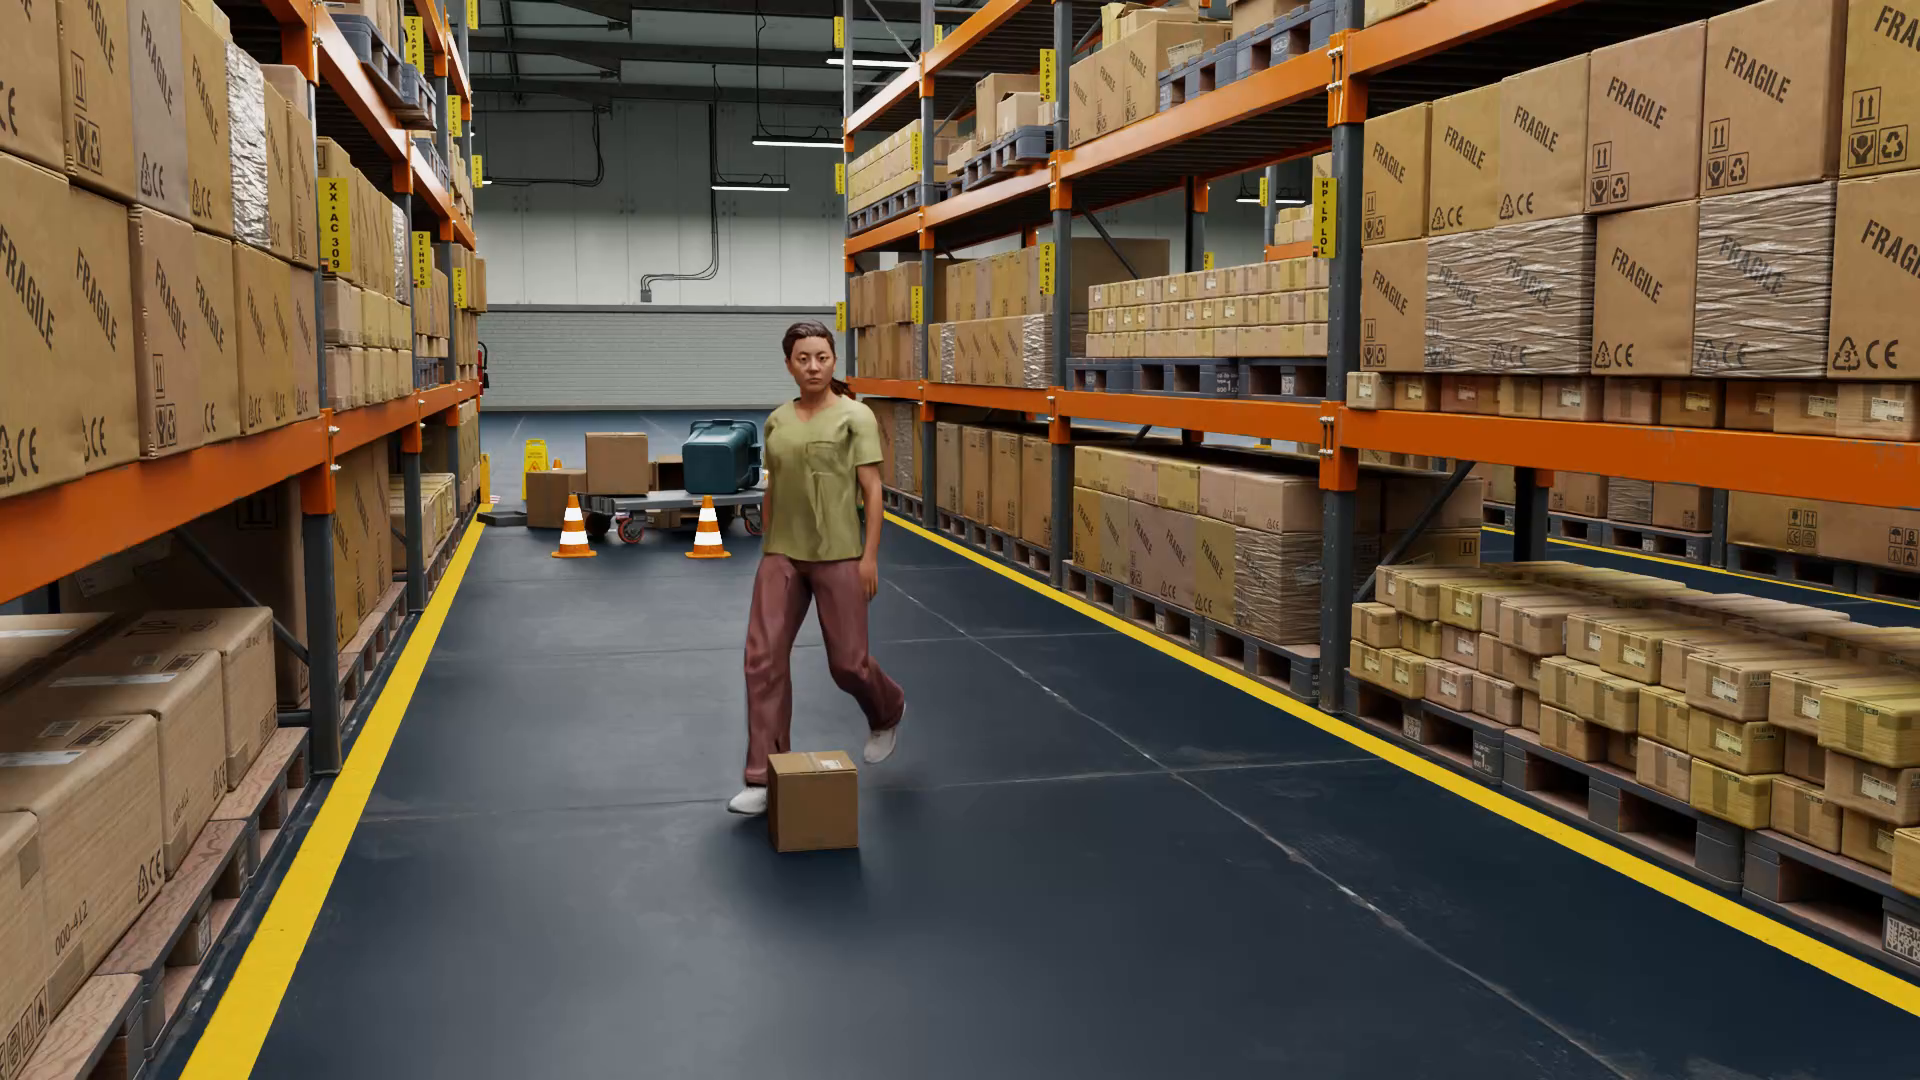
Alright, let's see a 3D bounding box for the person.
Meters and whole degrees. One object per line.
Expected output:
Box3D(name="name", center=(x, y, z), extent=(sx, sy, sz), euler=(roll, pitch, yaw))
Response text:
Box3D(name="person", center=(-0.504, 0.067, 5.653), extent=(0.464, 1.629, 0.896), euler=(2, 7, 18))
